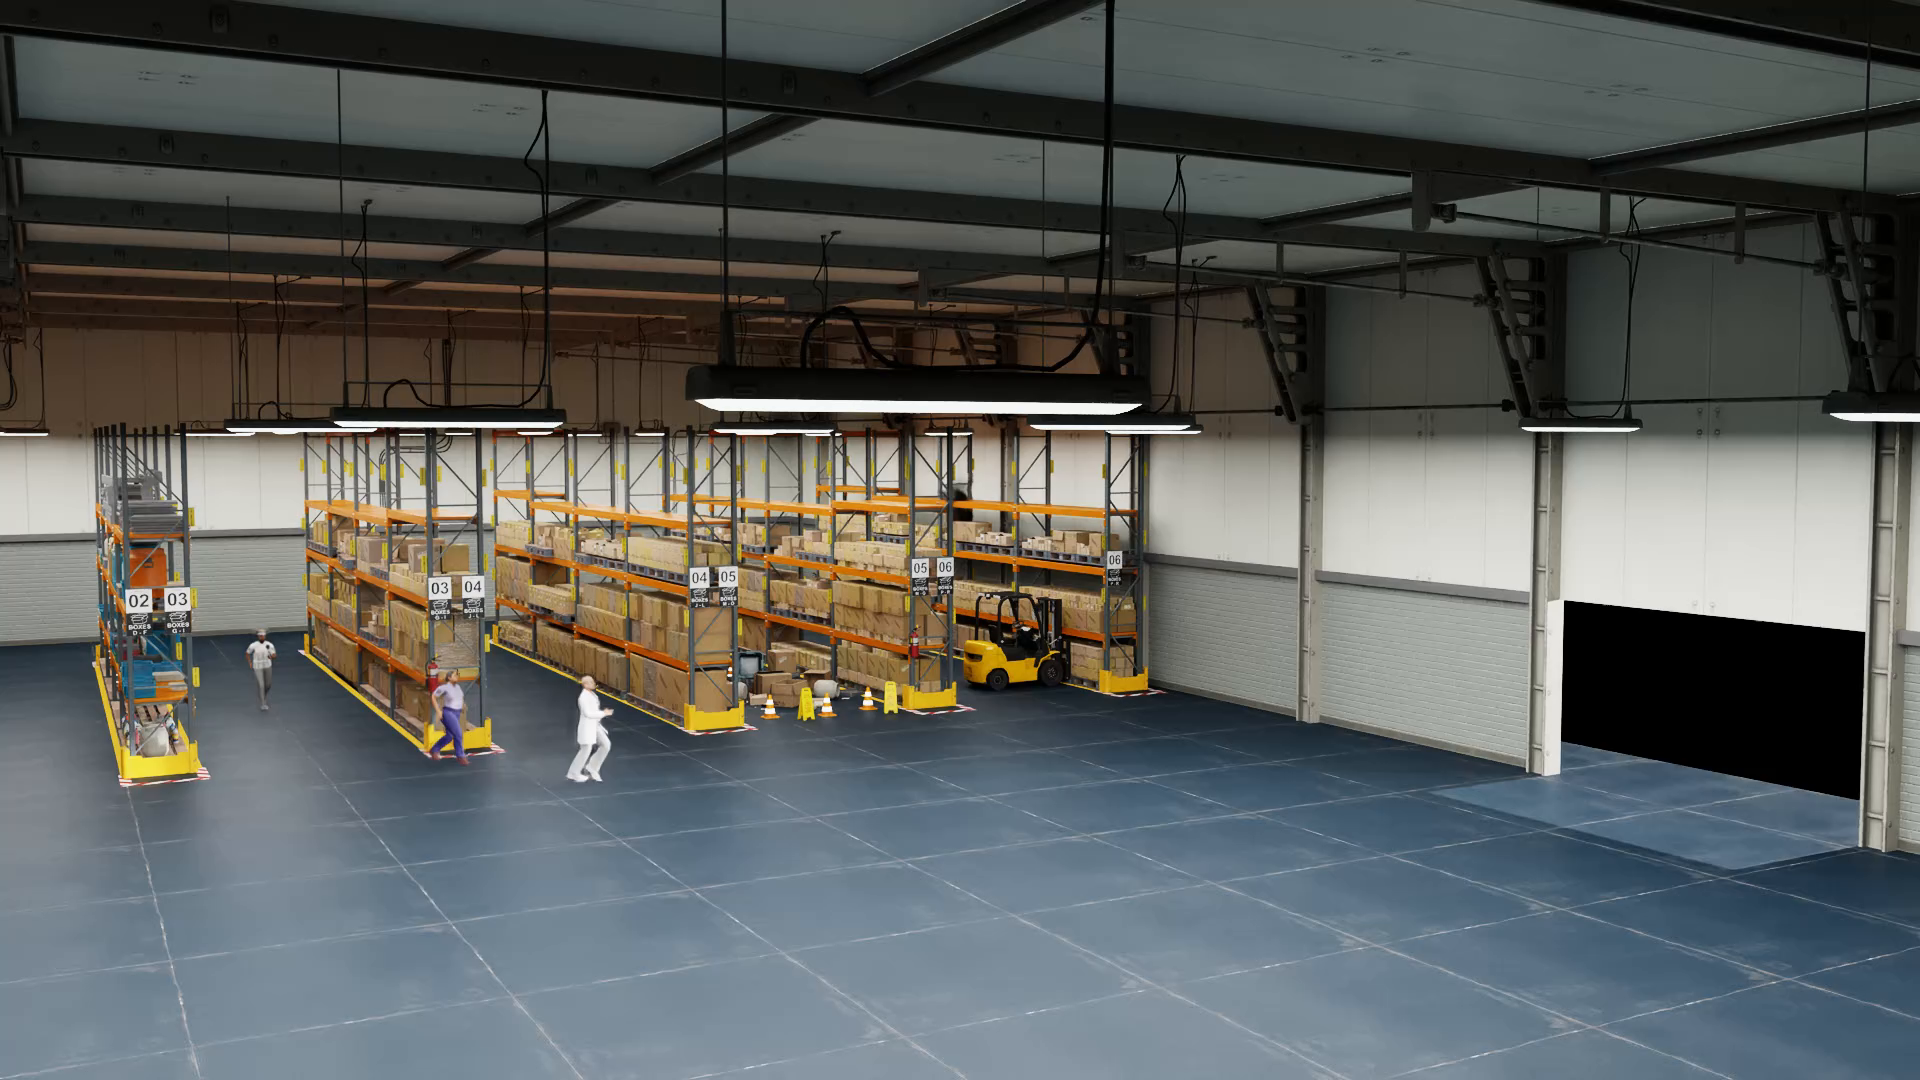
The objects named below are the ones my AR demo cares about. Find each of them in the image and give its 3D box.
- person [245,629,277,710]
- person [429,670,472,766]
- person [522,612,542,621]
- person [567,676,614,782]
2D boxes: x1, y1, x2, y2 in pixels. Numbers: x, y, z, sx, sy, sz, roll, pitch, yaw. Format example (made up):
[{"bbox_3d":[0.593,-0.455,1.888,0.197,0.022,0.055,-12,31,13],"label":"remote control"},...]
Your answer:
[{"bbox_3d":[-14.830,2.722,35.334,0.581,1.676,0.932,-3,4,-36],"label":"person"},{"bbox_3d":[-8.957,3.128,29.390,0.865,1.641,0.606,1,4,15],"label":"person"},{"bbox_3d":[-12.480,1.944,48.502,0.746,1.805,0.638,-3,5,-42],"label":"person"},{"bbox_3d":[-6.164,3.162,27.748,0.800,1.803,0.689,0,3,7],"label":"person"}]
